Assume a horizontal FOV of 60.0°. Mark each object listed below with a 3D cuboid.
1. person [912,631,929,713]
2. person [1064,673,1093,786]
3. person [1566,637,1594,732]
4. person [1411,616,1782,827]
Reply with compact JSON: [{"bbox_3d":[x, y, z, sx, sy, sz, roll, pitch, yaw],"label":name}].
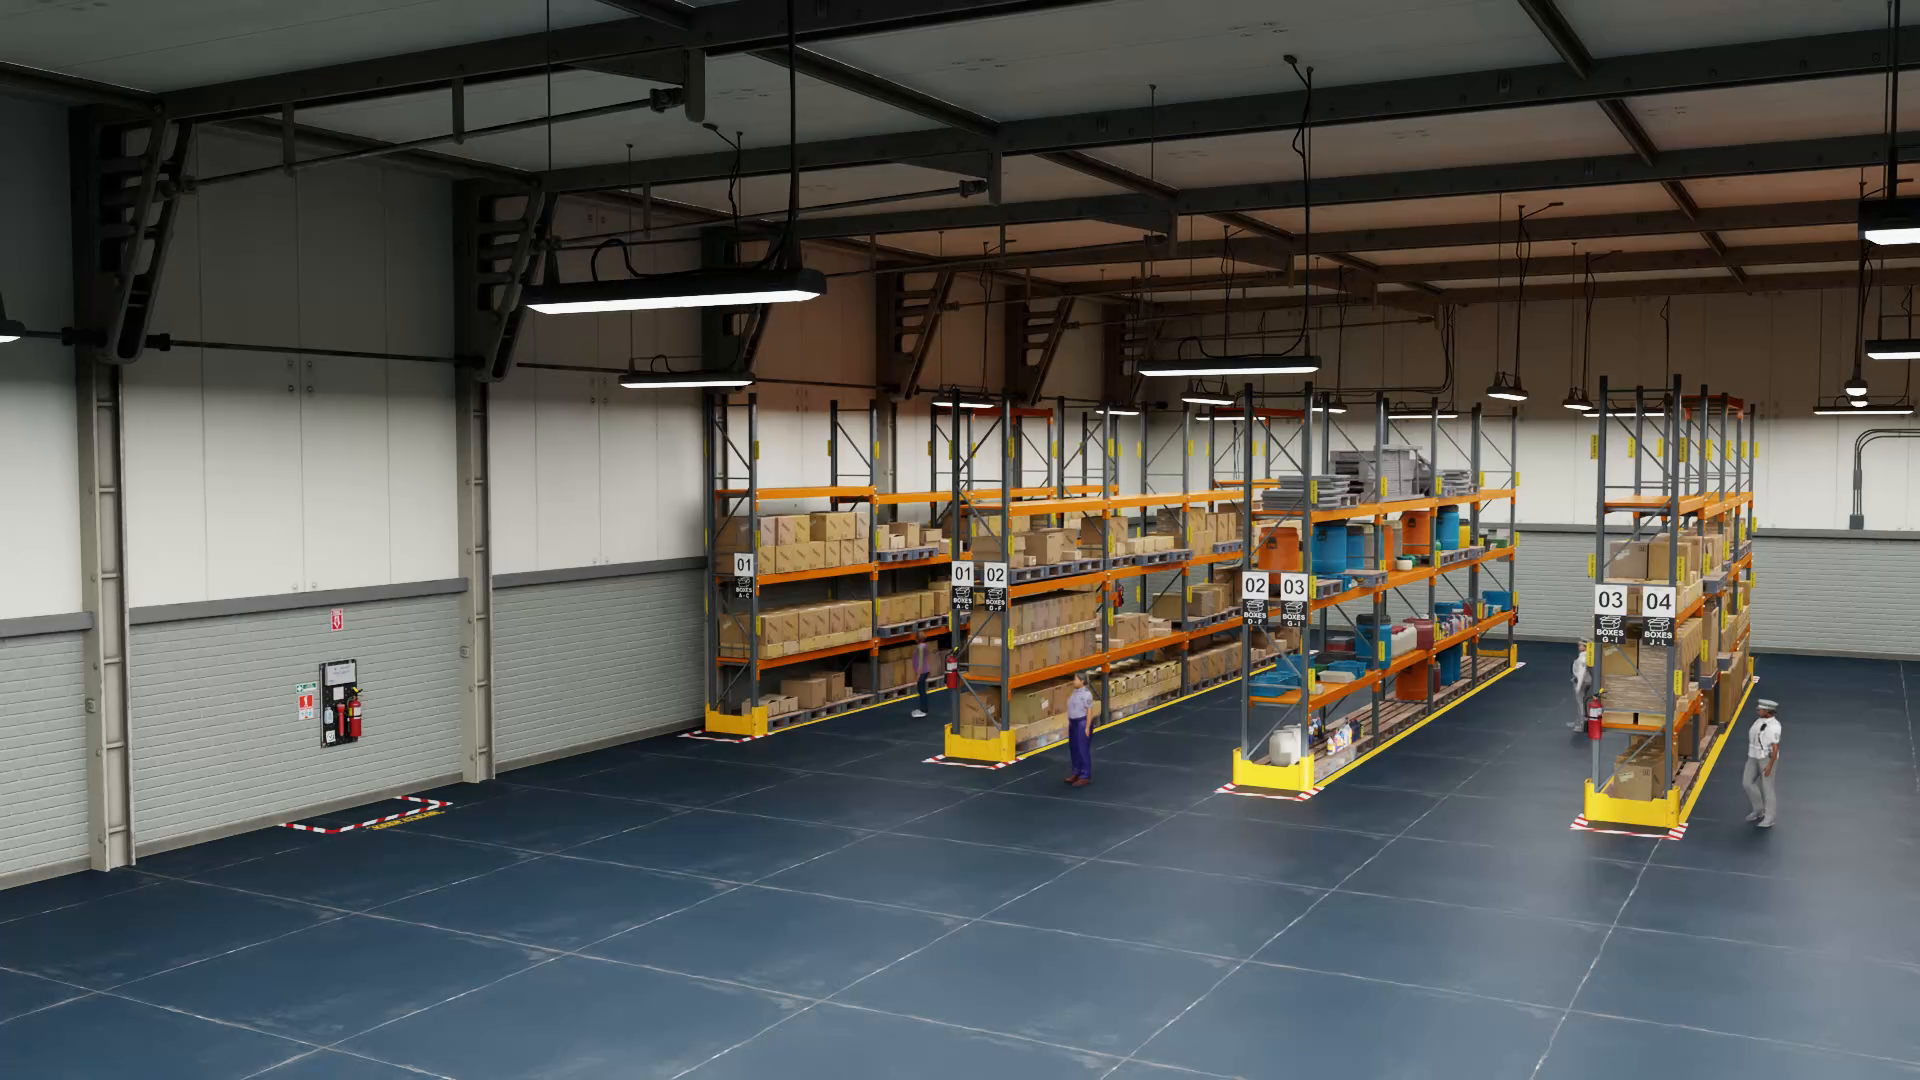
[{"bbox_3d":[-0.734,2.471,31.223,0.321,1.536,0.478,0,3,5],"label":"person"},{"bbox_3d":[1.780,2.830,25.033,0.371,1.667,0.505,-1,3,-24],"label":"person"},{"bbox_3d":[11.030,2.562,29.693,0.494,1.674,0.557,-3,4,-45],"label":"person"},{"bbox_3d":[9.922,2.687,27.882,1.956,1.670,11.816,-1,3,-16],"label":"person"}]
